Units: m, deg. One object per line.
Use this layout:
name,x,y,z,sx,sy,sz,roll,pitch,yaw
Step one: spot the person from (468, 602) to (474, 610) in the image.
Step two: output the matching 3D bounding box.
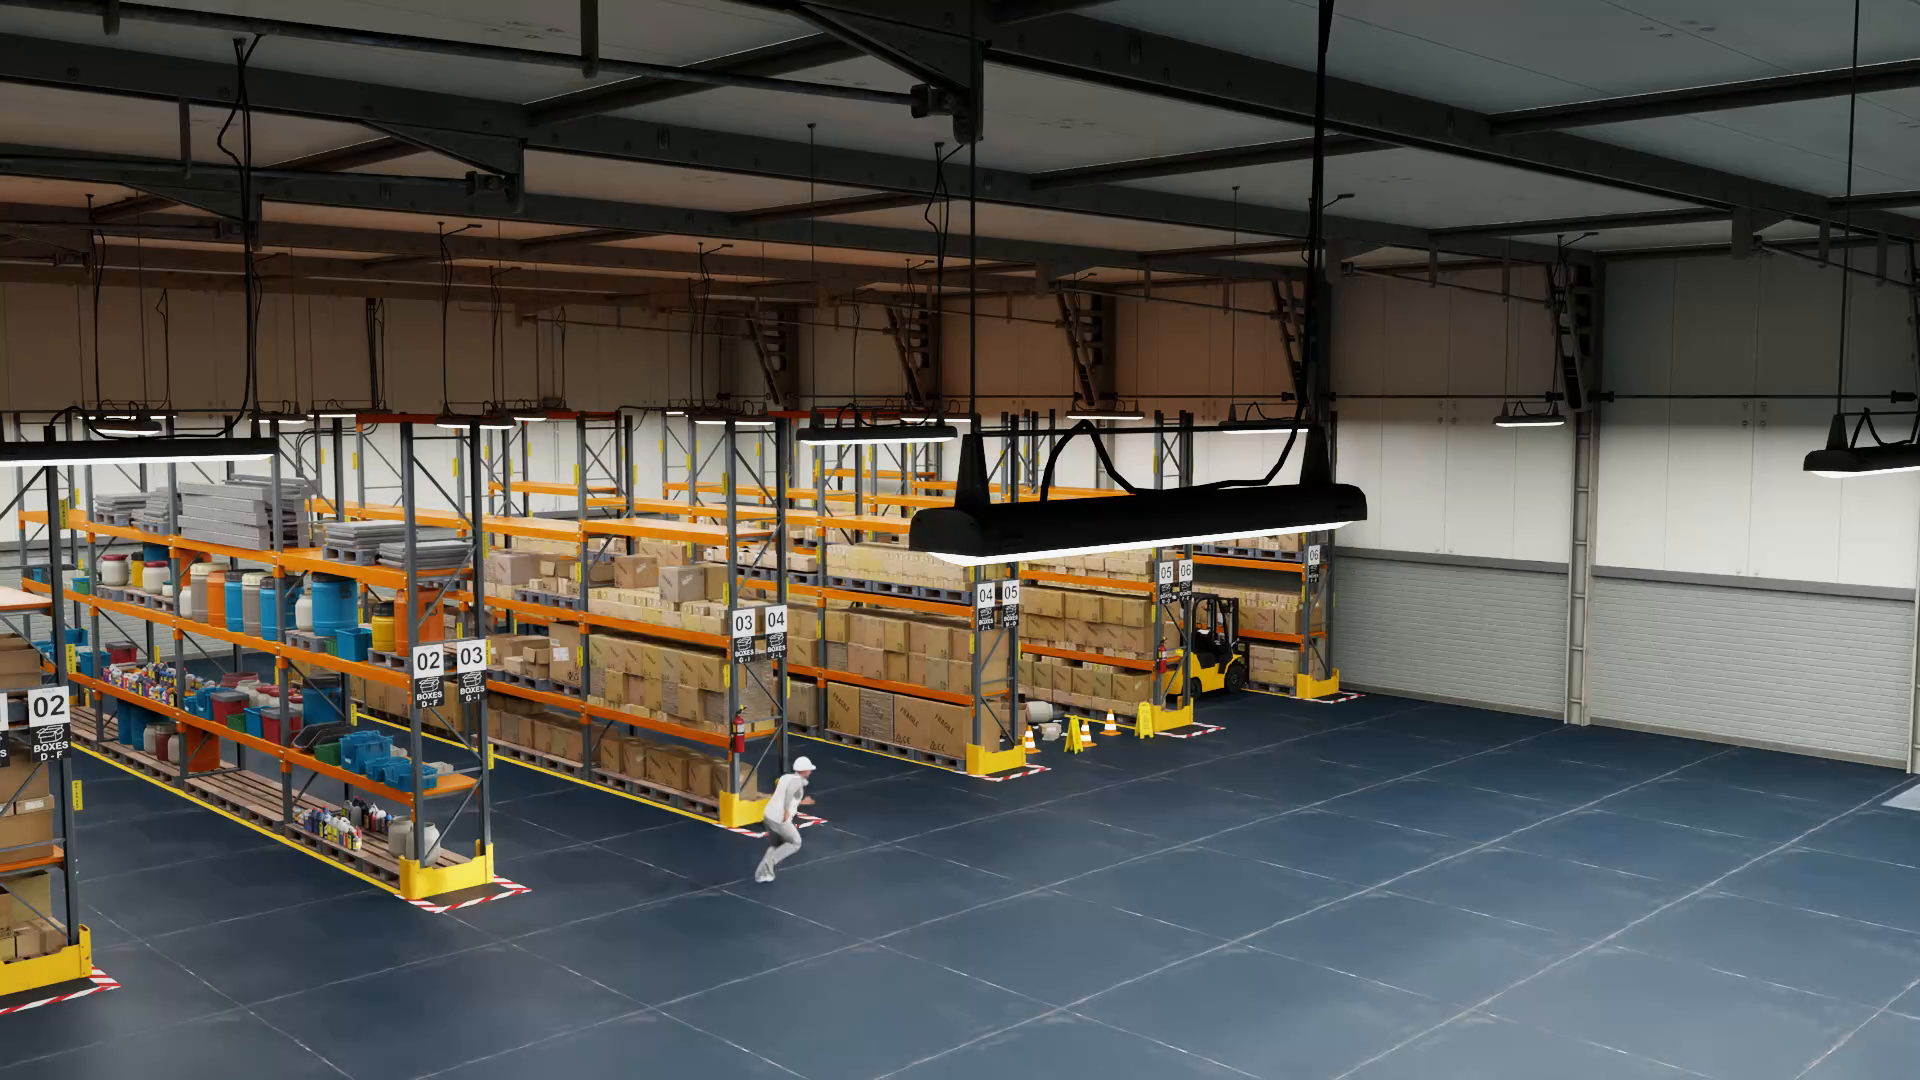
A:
person,-11.644,2.015,39.964,0.672,1.735,0.683,4,6,36

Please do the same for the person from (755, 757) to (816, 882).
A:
person,-2.252,3.649,21.660,0.865,1.602,0.693,-2,5,-25

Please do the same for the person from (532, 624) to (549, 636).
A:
person,-10.759,1.864,42.534,0.540,1.569,0.626,3,6,32
